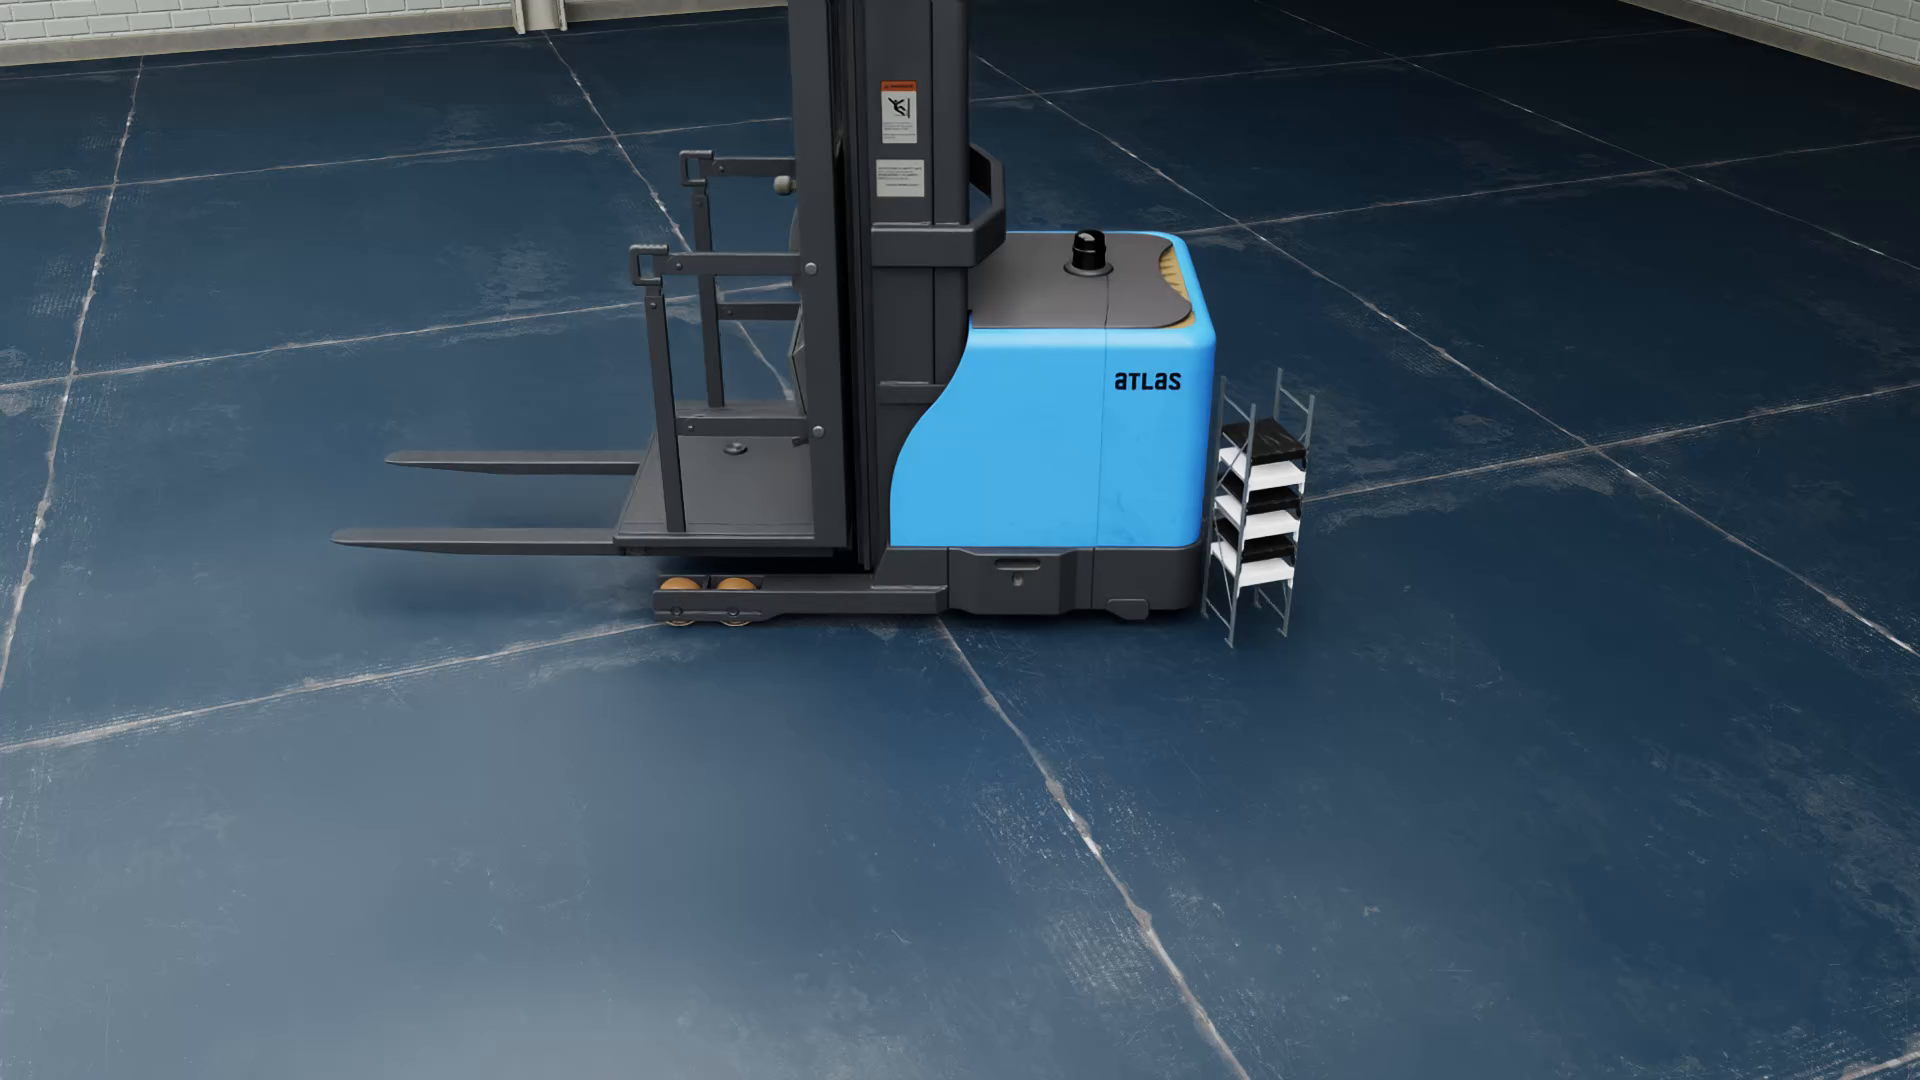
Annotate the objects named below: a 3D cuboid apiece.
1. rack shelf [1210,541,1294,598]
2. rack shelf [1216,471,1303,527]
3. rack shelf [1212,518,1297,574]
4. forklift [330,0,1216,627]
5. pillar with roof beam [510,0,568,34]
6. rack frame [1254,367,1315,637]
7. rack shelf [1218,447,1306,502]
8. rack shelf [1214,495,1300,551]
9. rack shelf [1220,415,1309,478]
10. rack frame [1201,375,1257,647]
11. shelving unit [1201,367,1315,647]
[{"bbox_3d":[0.979,0.084,5.622,0.200,0.077,0.258,-9,31,-15],"label":"rack shelf"},{"bbox_3d":[0.979,-0.150,5.487,0.200,0.077,0.258,-9,31,-15],"label":"rack shelf"},{"bbox_3d":[0.979,0.006,5.577,0.200,0.077,0.258,-9,31,-15],"label":"rack shelf"},{"bbox_3d":[-0.682,-1.237,5.460,3.031,2.935,1.130,0,30,0],"label":"forklift"},{"bbox_3d":[-1.930,-6.103,7.871,0.400,9.000,9.100,-10,31,-18],"label":"pillar with roof beam"},{"bbox_3d":[1.076,-0.116,5.542,0.006,0.900,0.240,-9,31,-15],"label":"rack frame"},{"bbox_3d":[0.979,-0.228,5.442,0.200,0.077,0.258,-9,31,-15],"label":"rack shelf"},{"bbox_3d":[0.979,-0.072,5.532,0.200,0.077,0.258,-9,31,-15],"label":"rack shelf"},{"bbox_3d":[0.979,-0.306,5.397,0.200,0.077,0.258,-9,31,-15],"label":"rack shelf"},{"bbox_3d":[0.882,-0.085,5.489,0.006,0.900,0.240,-9,31,-15],"label":"rack frame"},{"bbox_3d":[0.979,-0.101,5.516,0.210,0.900,0.258,-9,31,-15],"label":"shelving unit"}]
